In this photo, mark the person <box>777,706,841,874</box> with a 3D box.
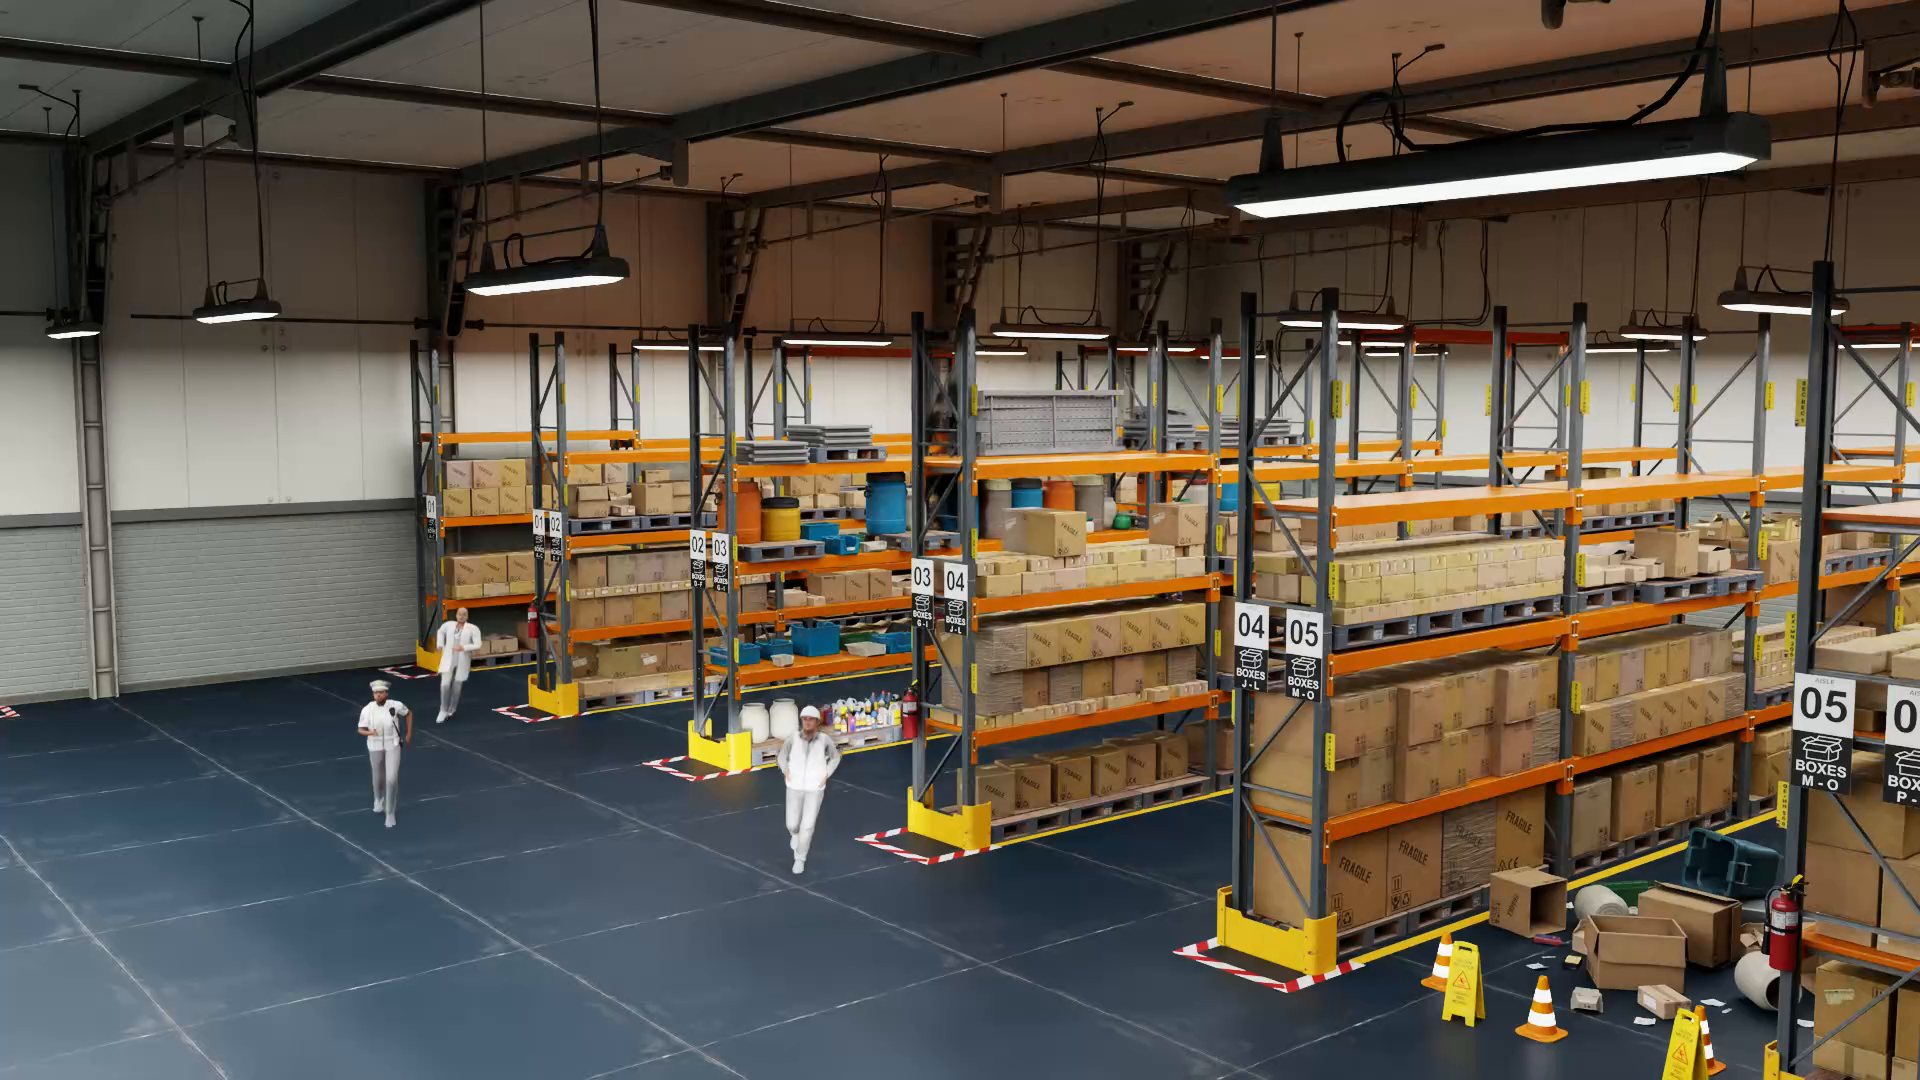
[{"bbox_3d":[-1.631,2.649,17.949,0.676,1.758,0.765,0,5,3],"label":"person"}]

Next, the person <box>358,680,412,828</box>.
[{"bbox_3d":[-6.821,2.506,19.763,0.585,1.735,0.892,-1,5,-12],"label":"person"}]

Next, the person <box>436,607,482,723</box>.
[{"bbox_3d":[-7.751,1.918,25.760,0.695,1.787,0.729,-1,5,-11],"label":"person"}]
